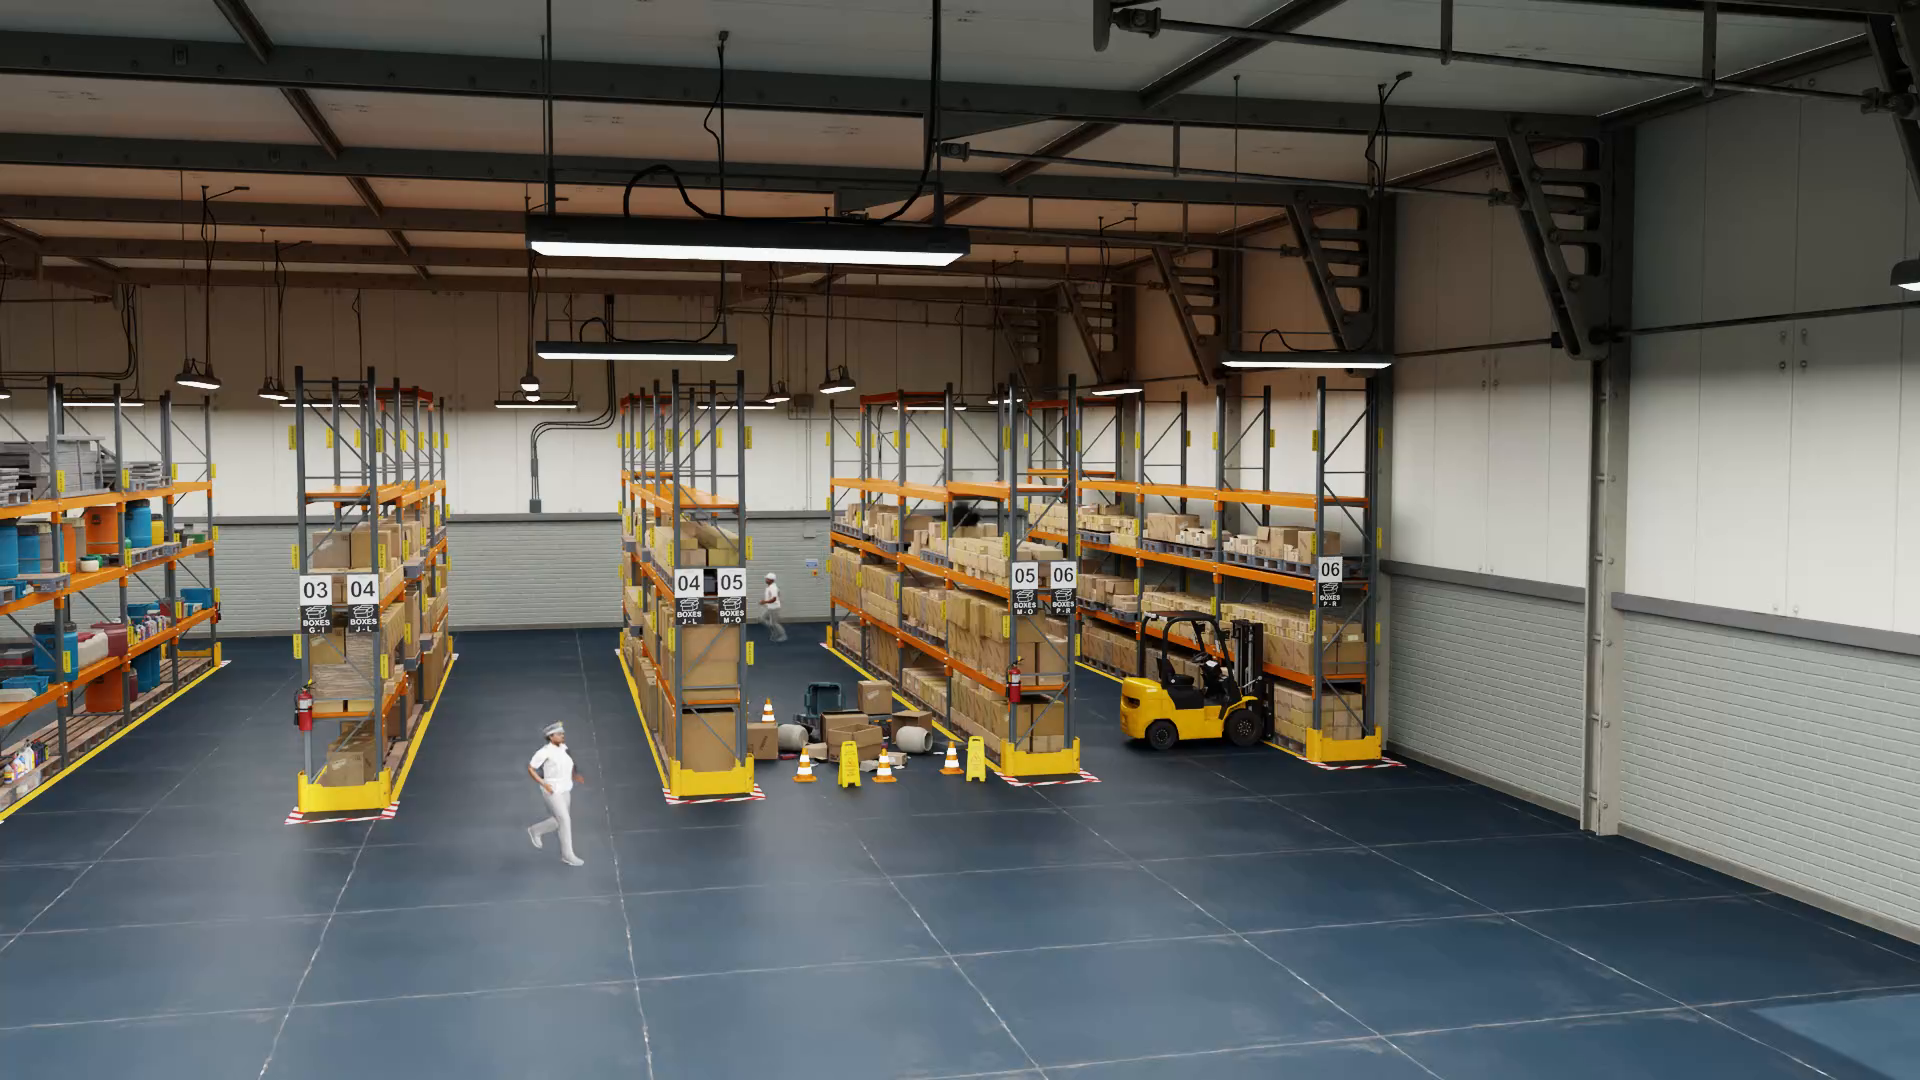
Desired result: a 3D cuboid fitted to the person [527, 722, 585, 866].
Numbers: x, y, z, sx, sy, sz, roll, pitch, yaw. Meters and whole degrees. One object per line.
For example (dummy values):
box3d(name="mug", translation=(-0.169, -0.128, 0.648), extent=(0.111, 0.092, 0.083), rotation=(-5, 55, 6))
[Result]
box3d(name="person", translation=(-4.811, 2.999, 19.742), extent=(0.800, 1.693, 0.579), rotation=(1, 4, 22))

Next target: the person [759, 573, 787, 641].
box3d(name="person", translation=(-4.660, 1.671, 41.287), extent=(0.739, 1.711, 0.634), rotation=(-1, 4, -16))
